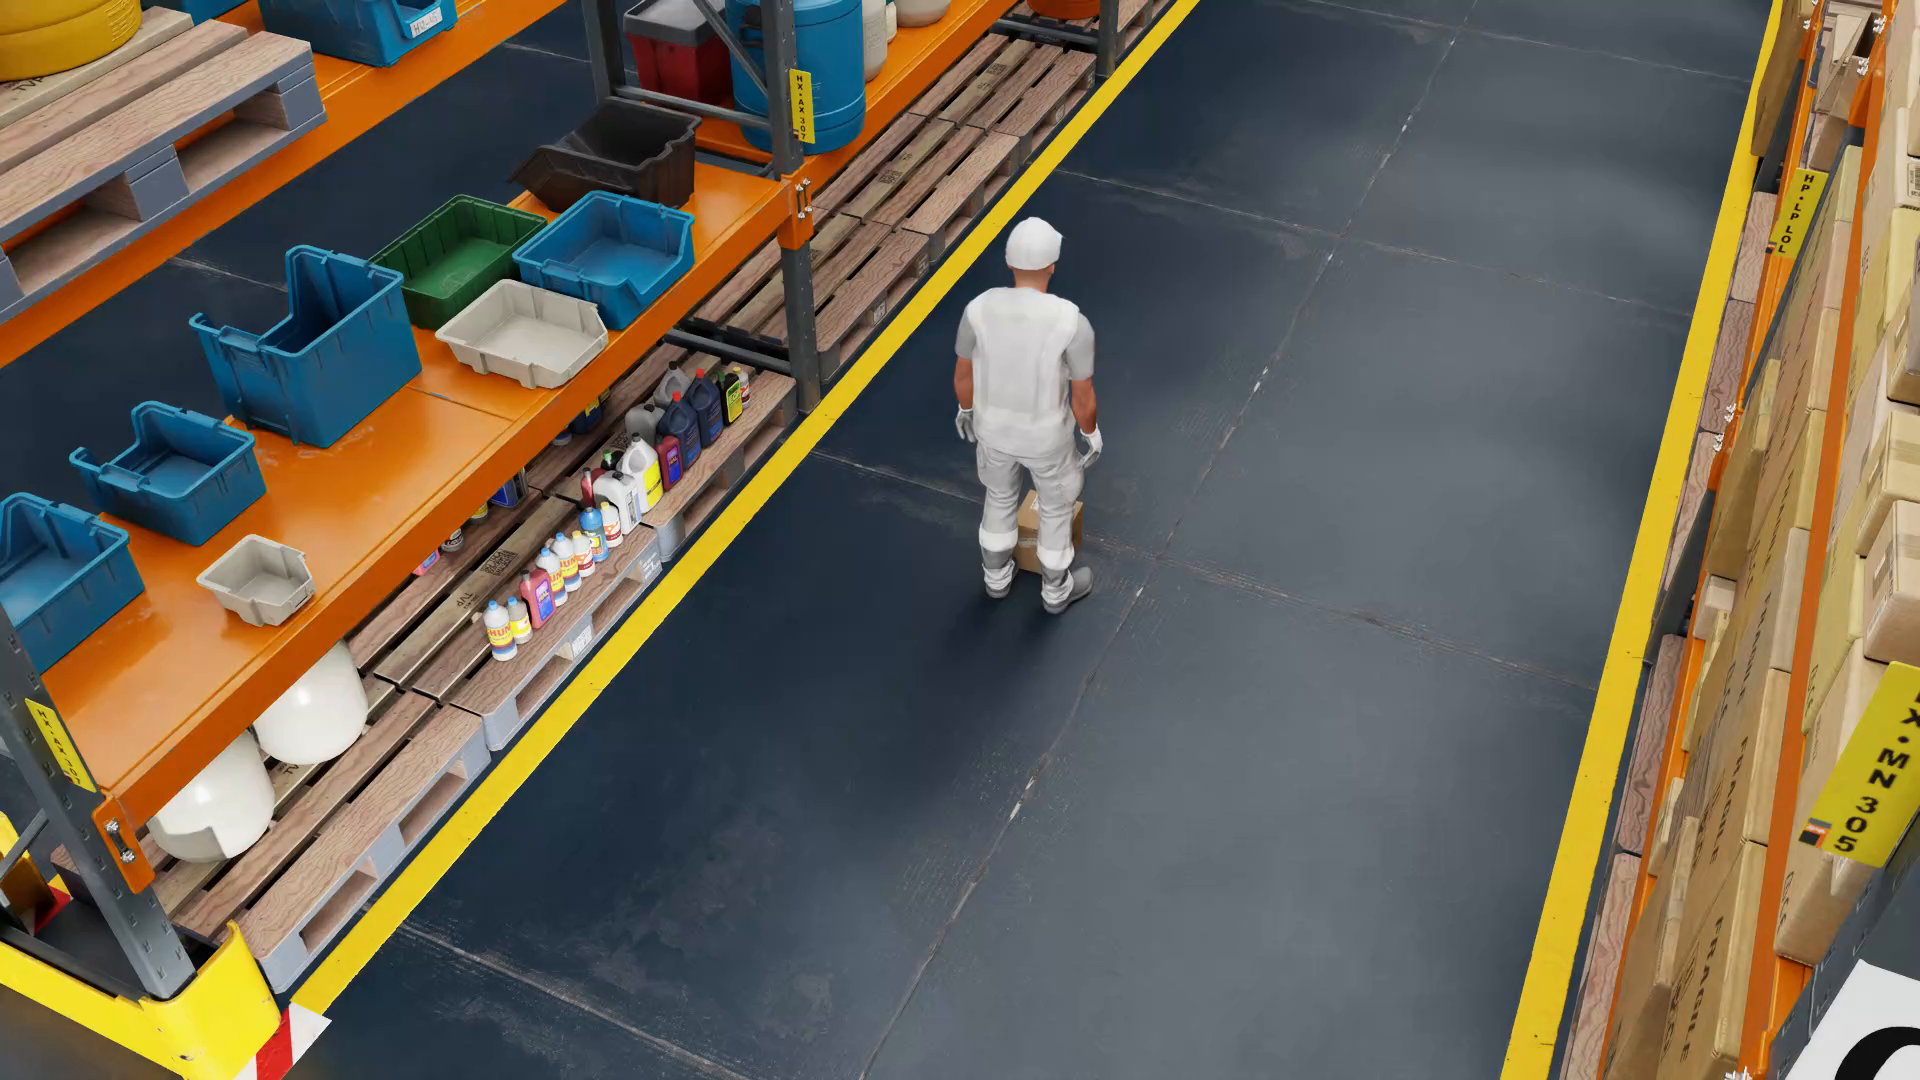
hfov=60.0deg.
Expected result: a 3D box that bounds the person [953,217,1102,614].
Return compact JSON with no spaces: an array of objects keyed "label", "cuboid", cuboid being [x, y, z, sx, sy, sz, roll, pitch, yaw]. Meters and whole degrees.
[{"label":"person","cuboid":[0.272,-0.464,6.671,0.616,1.778,0.453,15,44,16]}]
